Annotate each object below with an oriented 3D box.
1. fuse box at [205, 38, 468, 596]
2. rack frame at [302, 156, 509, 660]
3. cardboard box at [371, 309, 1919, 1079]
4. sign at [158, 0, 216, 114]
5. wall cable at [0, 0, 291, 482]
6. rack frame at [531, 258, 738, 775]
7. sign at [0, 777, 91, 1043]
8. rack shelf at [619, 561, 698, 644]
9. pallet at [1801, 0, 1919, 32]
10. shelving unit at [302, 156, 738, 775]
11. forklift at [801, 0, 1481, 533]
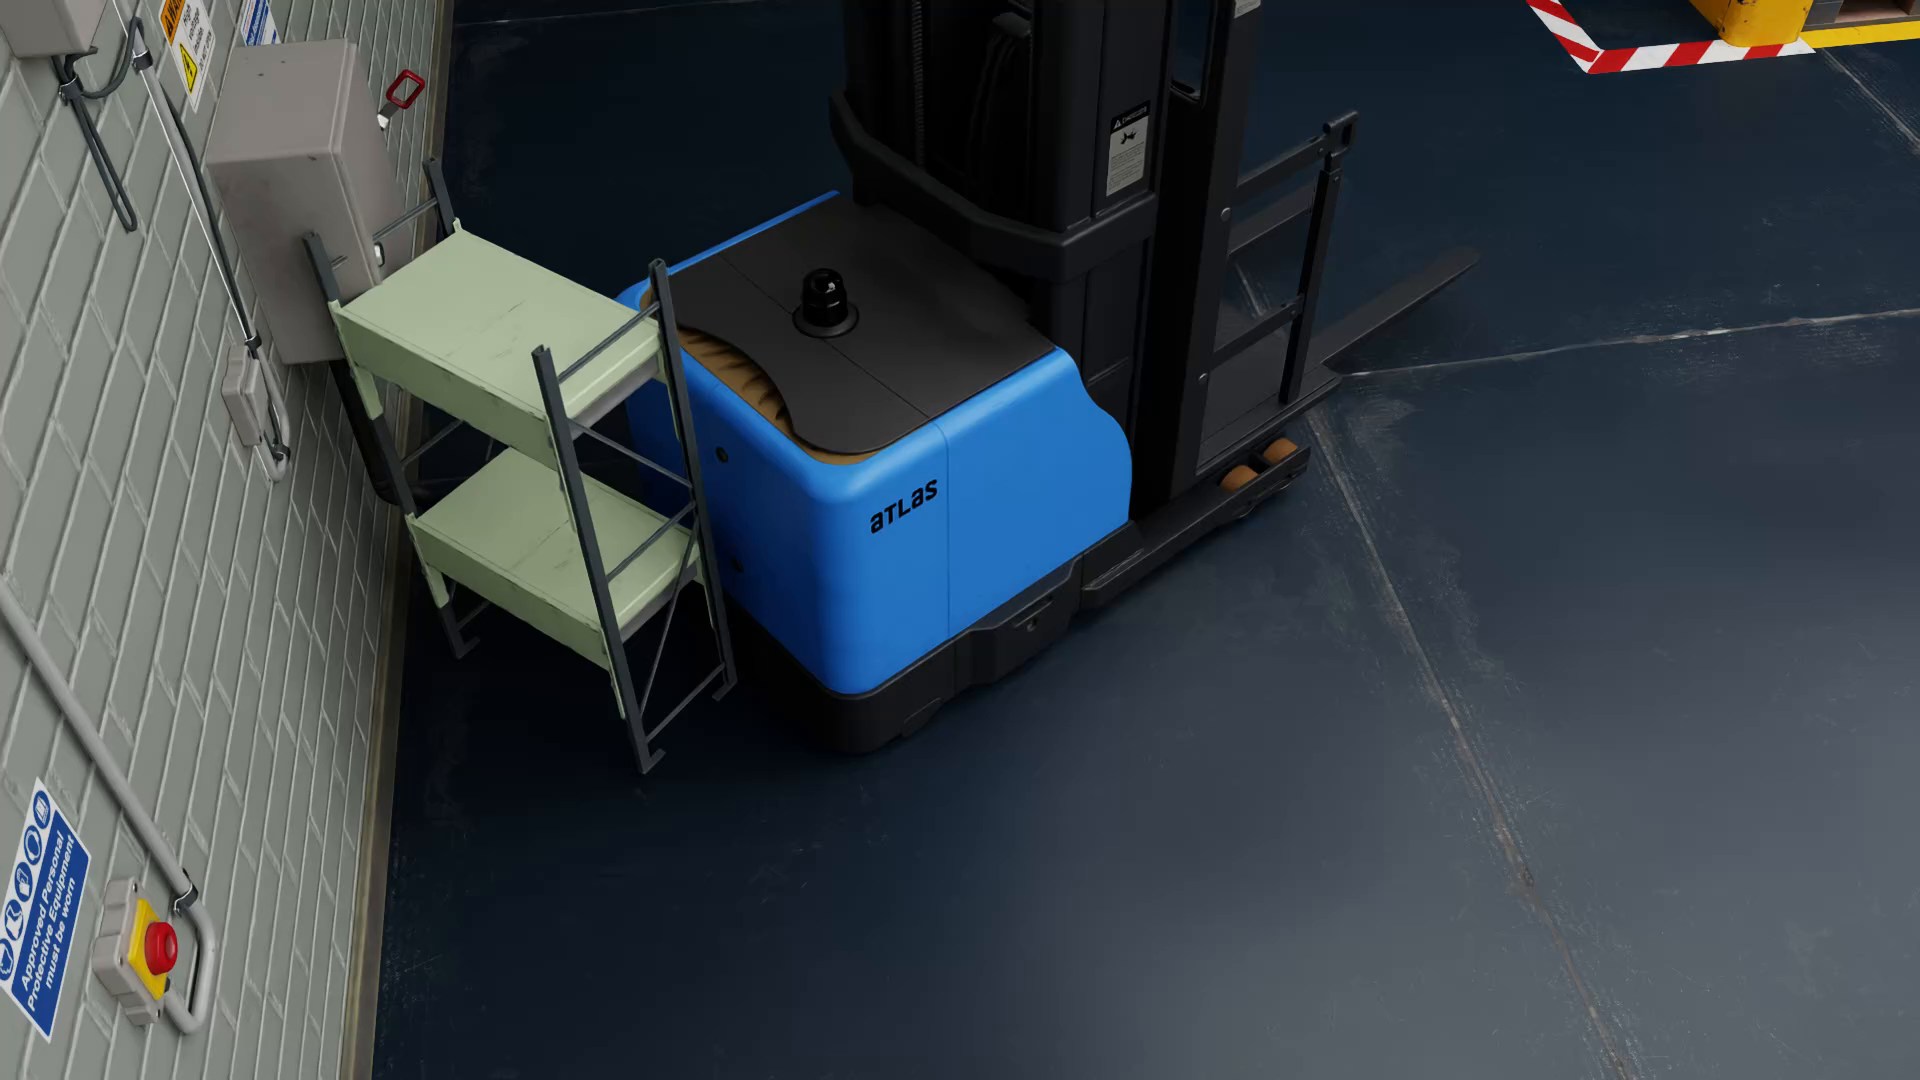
[{"bbox_3d":[-1.516,-0.466,4.510,0.414,1.711,0.539,-7,46,-7],"label":"fuse box"},{"bbox_3d":[-1.377,-0.290,4.459,0.023,1.500,0.400,26,52,24],"label":"rack frame"},{"bbox_3d":[5.311,0.540,3.654,13.522,1.550,6.103,-8,47,-7],"label":"cardboard box"},{"bbox_3d":[-1.711,-1.135,3.687,0.001,0.242,0.339,-7,46,-7],"label":"sign"},{"bbox_3d":[-1.555,-0.762,3.195,0.122,1.984,0.588,-7,46,-7],"label":"wall cable"},{"bbox_3d":[-0.775,0.007,4.165,0.023,1.500,0.400,26,52,24],"label":"rack frame"},{"bbox_3d":[-1.354,0.544,2.455,0.001,0.218,0.327,-7,46,-7],"label":"sign"},{"bbox_3d":[-1.073,0.034,4.496,0.664,0.071,0.332,26,52,24],"label":"rack shelf"},{"bbox_3d":[4.261,-2.775,7.777,1.213,0.211,1.003,-7,46,-7],"label":"pallet"},{"bbox_3d":[-1.076,-0.142,4.312,0.755,1.500,0.400,26,52,24],"label":"shelving unit"},{"bbox_3d":[0.538,-1.335,4.562,2.937,2.843,1.107,-32,54,-27],"label":"forklift"}]
